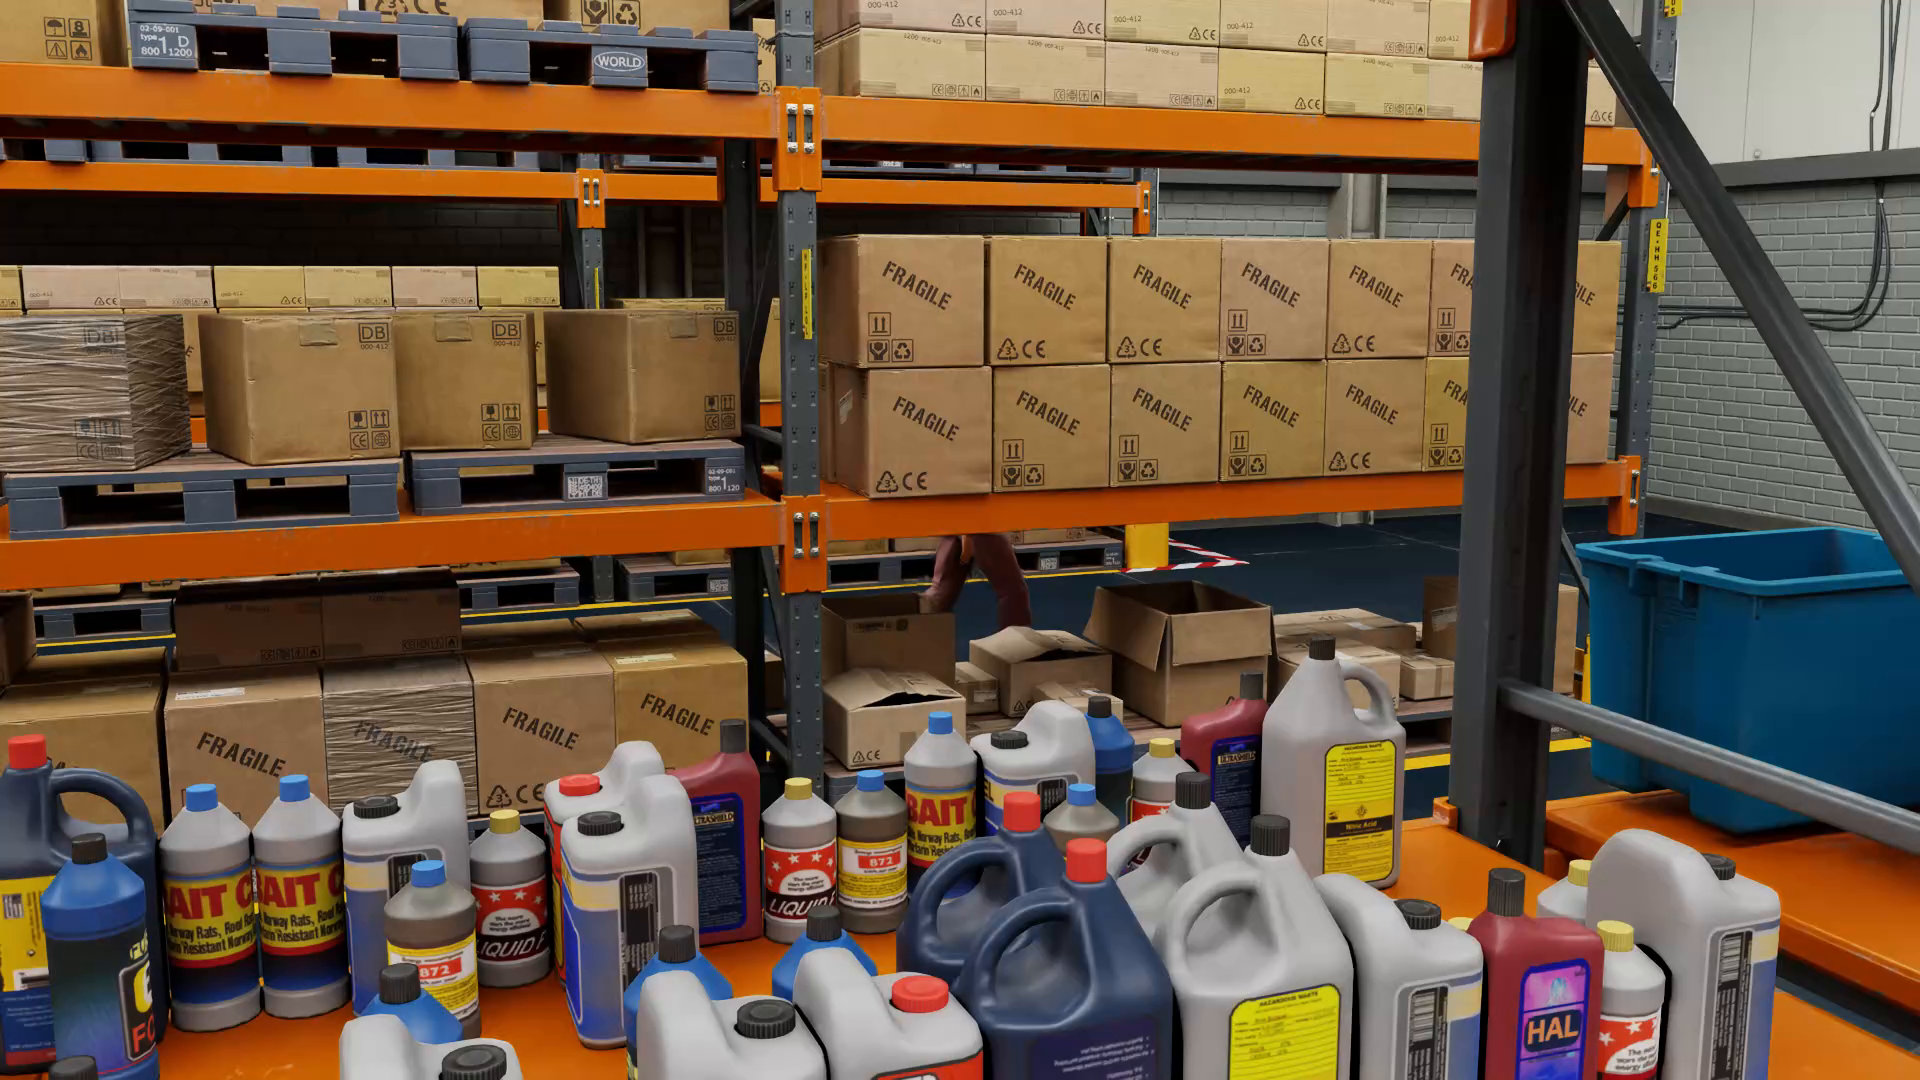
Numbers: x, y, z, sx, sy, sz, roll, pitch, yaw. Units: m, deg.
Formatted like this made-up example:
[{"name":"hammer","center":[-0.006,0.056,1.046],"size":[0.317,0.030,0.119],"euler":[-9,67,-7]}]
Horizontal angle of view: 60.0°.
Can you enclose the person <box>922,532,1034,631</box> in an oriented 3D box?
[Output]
[{"name":"person","center":[0.047,-0.059,8.803],"size":[1.037,1.620,0.461],"euler":[-4,10,-22]}]
